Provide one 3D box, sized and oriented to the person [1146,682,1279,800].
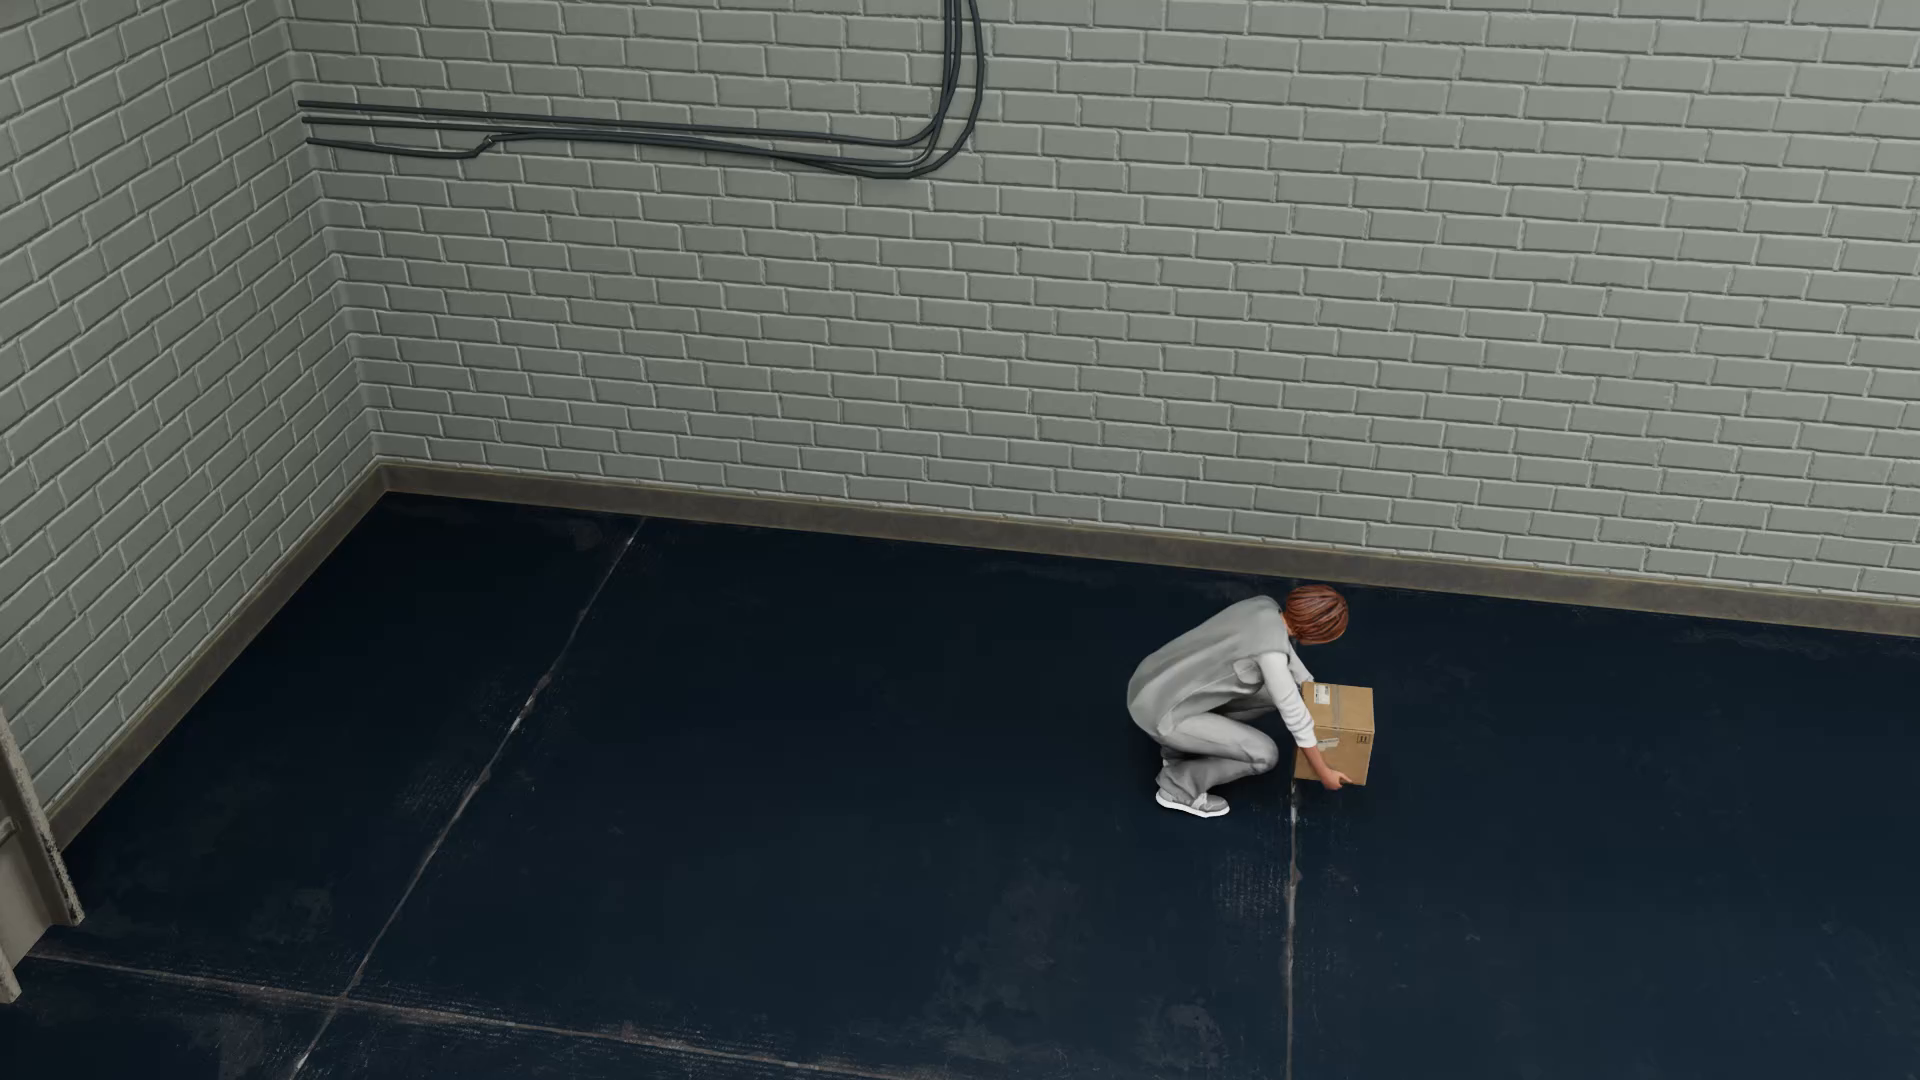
[{"bbox_3d":[0.891,0.690,6.042,0.522,0.418,0.425,5,33,7],"label":"person"}]
